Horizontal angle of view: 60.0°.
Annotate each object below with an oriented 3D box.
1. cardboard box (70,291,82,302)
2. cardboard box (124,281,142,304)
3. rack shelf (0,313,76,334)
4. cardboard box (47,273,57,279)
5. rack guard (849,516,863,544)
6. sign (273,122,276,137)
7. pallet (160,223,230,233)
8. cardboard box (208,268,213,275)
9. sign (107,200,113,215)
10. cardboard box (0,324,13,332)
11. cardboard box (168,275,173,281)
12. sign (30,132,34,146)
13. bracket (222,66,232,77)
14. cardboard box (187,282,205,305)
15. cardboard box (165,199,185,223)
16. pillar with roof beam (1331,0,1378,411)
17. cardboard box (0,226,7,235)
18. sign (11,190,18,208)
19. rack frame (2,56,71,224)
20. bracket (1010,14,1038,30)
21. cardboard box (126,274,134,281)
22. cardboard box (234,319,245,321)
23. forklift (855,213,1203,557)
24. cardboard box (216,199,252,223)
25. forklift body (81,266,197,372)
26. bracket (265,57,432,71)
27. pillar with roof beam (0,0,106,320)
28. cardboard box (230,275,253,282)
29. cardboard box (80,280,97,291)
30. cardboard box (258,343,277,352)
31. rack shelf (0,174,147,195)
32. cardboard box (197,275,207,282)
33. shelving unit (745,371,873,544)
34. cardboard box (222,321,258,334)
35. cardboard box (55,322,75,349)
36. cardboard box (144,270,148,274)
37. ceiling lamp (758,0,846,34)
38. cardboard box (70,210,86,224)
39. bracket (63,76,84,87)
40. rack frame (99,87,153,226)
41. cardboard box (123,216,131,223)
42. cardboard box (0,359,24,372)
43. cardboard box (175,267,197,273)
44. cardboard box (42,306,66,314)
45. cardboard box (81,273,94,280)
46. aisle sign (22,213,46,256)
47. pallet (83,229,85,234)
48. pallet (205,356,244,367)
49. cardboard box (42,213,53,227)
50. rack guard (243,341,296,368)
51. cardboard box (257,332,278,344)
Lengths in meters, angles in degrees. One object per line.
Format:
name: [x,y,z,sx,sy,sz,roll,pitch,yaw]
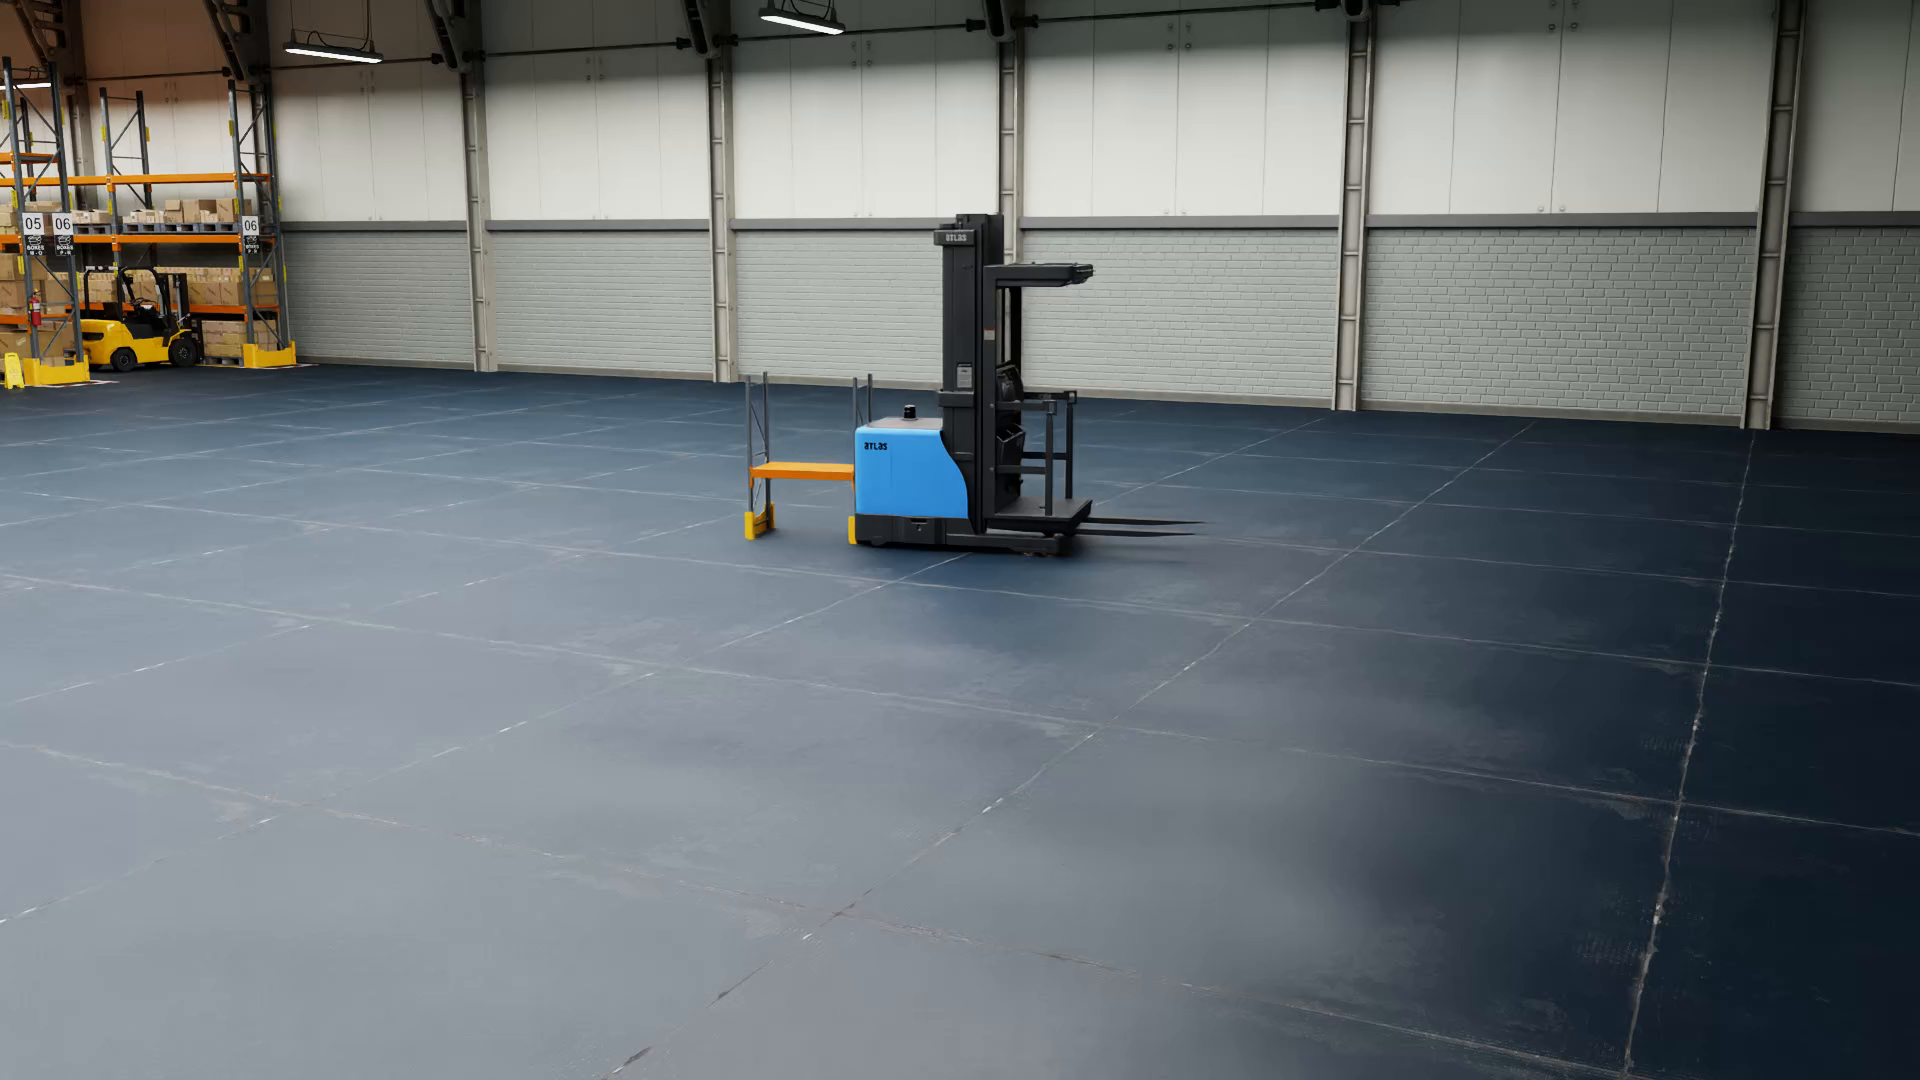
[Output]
cardboard box: [-20.092,-5.603,38.204,0.500,0.250,0.500,5,11,26]
cardboard box: [-18.357,-5.568,37.313,0.500,0.500,0.500,5,11,24]
rack shelf: [-19.039,-4.291,32.557,4.000,0.370,1.077,5,11,26]
cardboard box: [-20.909,-6.107,38.469,0.250,0.149,0.380,5,12,27]
rack guard: [-0.901,-0.137,15.307,0.087,0.250,0.587,3,11,14]
sign: [-14.801,-8.858,35.859,0.005,0.325,0.100,5,11,26]
pallet: [-16.773,-6.869,36.605,1.213,0.211,1.003,5,11,26]
cardboard box: [-16.139,-5.852,36.224,0.250,0.149,0.380,5,11,26]
sign: [-18.871,-7.393,36.921,0.005,0.325,0.100,5,11,26]
cardboard box: [-18.438,-4.069,31.924,0.250,0.149,0.380,5,12,27]
cardboard box: [-17.335,-5.791,36.725,0.250,0.149,0.380,5,11,24]
sign: [-21.984,-9.489,39.346,0.005,0.325,0.100,5,11,26]
bracket: [-15.807,-10.179,36.115,0.430,0.232,0.235,5,11,26]
cardboard box: [-16.531,-5.409,36.434,0.500,0.500,0.500,5,11,25]
cardboard box: [-16.939,-7.208,36.481,0.637,0.503,0.797,5,12,28]
pillar with roof beam: [4.340,-5.853,22.319,0.548,9.000,9.100,5,11,26]
cardboard box: [-17.927,-5.838,31.365,0.250,0.149,0.380,5,11,26]
sign: [-17.509,-6.312,30.795,0.005,0.325,0.100,5,11,26]
rack frame: [-17.245,-7.439,31.087,0.127,3.000,1.000,5,11,26]
bracket: [1.079,-8.695,27.916,0.430,0.232,0.235,5,11,26]
cardboard box: [-18.470,-5.897,37.308,0.250,0.149,0.380,5,11,25]
cardboard box: [-15.849,-4.733,36.713,0.500,0.250,0.500,5,11,26]
forklift: [0.630,-1.398,14.746,3.031,2.935,1.130,3,11,14]
cardboard box: [-15.557,-7.057,35.659,0.500,0.500,0.500,5,12,28]
forklift body: [-17.560,-4.721,35.295,1.214,2.155,2.313,5,11,26]
bracket: [-12.737,-9.909,34.624,4.783,0.066,0.076,5,11,26]
pillar with roof beam: [-22.564,-8.217,35.381,0.548,9.000,9.100,5,11,26]
cardboard box: [-15.487,-5.631,35.841,0.250,0.149,0.380,5,11,27]
cardboard box: [-19.658,-5.805,37.920,0.500,0.250,0.500,5,11,24]
cardboard box: [-15.406,-4.204,36.597,0.500,0.250,0.500,5,11,26]
rack shelf: [-20.433,-8.154,38.181,4.000,0.370,1.077,5,11,26]
cardboard box: [-16.413,-5.712,36.285,0.250,0.149,0.380,5,11,24]
shelving unit: [-1.384,-0.774,15.313,1.083,1.500,0.587,3,11,14]
cardboard box: [-15.603,-4.613,36.047,0.500,0.250,0.500,5,12,28]
cardboard box: [-20.480,-4.794,38.807,0.625,0.625,0.875,5,11,23]
cardboard box: [-17.978,-6.013,37.114,0.250,0.149,0.380,5,11,25]
ceiling lamp: [-2.111,-9.203,24.444,0.800,3.185,2.000,5,11,26]
cardboard box: [-20.085,-7.362,37.874,0.500,0.311,0.500,5,11,24]
bracket: [-20.444,-10.586,38.366,0.430,0.232,0.235,5,11,26]
rack frame: [-18.640,-8.548,37.211,0.127,3.000,1.000,5,11,26]
cardboard box: [-18.371,-7.120,36.991,0.250,0.149,0.380,5,12,27]
cardboard box: [-18.111,-3.364,31.954,0.500,0.250,0.500,5,11,26]
cardboard box: [-17.063,-5.932,36.668,0.250,0.149,0.380,5,11,26]
cardboard box: [-17.458,-4.424,31.975,0.250,0.149,0.380,5,11,26]
cardboard box: [-19.774,-6.000,37.878,0.250,0.149,0.380,5,11,24]
aisle sign: [-17.318,-5.715,31.107,0.004,0.787,0.394,5,11,26]
pallet: [-20.574,-7.167,38.535,1.213,0.211,1.003,6,12,28]
pallet: [-15.757,-3.962,36.548,1.213,0.211,1.003,5,11,26]
cardboard box: [-17.578,-6.118,31.795,0.500,0.250,0.500,5,11,25]
rack guard: [-15.031,-4.049,36.216,0.348,0.500,1.175,5,11,26]
cardboard box: [-15.382,-4.450,36.554,0.500,0.250,0.500,5,12,27]
